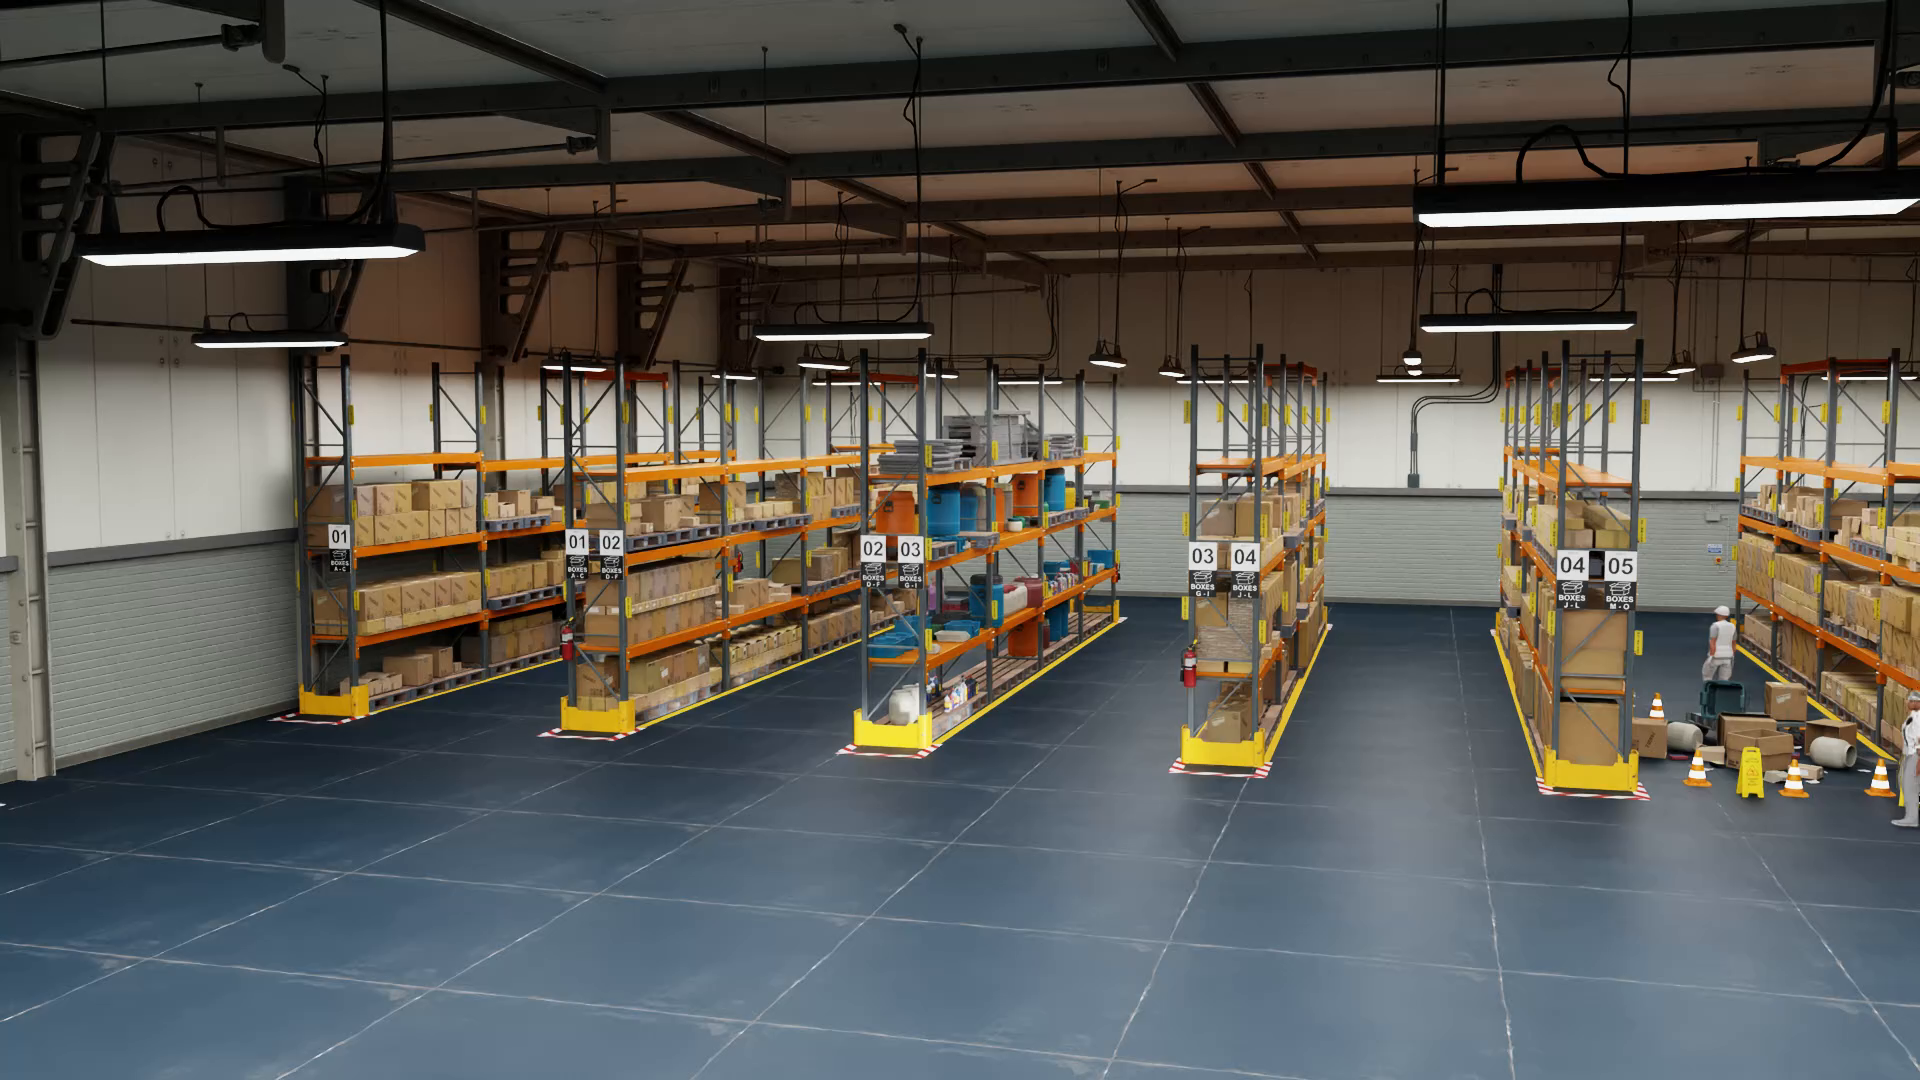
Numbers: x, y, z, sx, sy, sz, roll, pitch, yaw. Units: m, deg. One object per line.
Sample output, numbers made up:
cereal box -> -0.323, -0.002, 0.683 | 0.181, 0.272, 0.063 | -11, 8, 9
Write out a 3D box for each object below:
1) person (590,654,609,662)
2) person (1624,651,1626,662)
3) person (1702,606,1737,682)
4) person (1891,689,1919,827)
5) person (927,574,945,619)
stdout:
person -> -6.477, 1.890, 29.893 | 0.562, 1.709, 0.974 | 0, 4, 5
person -> 13.234, 1.614, 33.541 | 0.597, 1.765, 0.530 | 1, 4, 14
person -> 12.845, 2.001, 28.066 | 0.573, 1.787, 0.487 | 0, 4, -5
person -> 11.626, 2.637, 20.150 | 0.569, 1.669, 0.458 | 1, 4, 15
person -> -0.524, 1.507, 36.031 | 0.435, 1.539, 0.972 | 1, 4, 13
